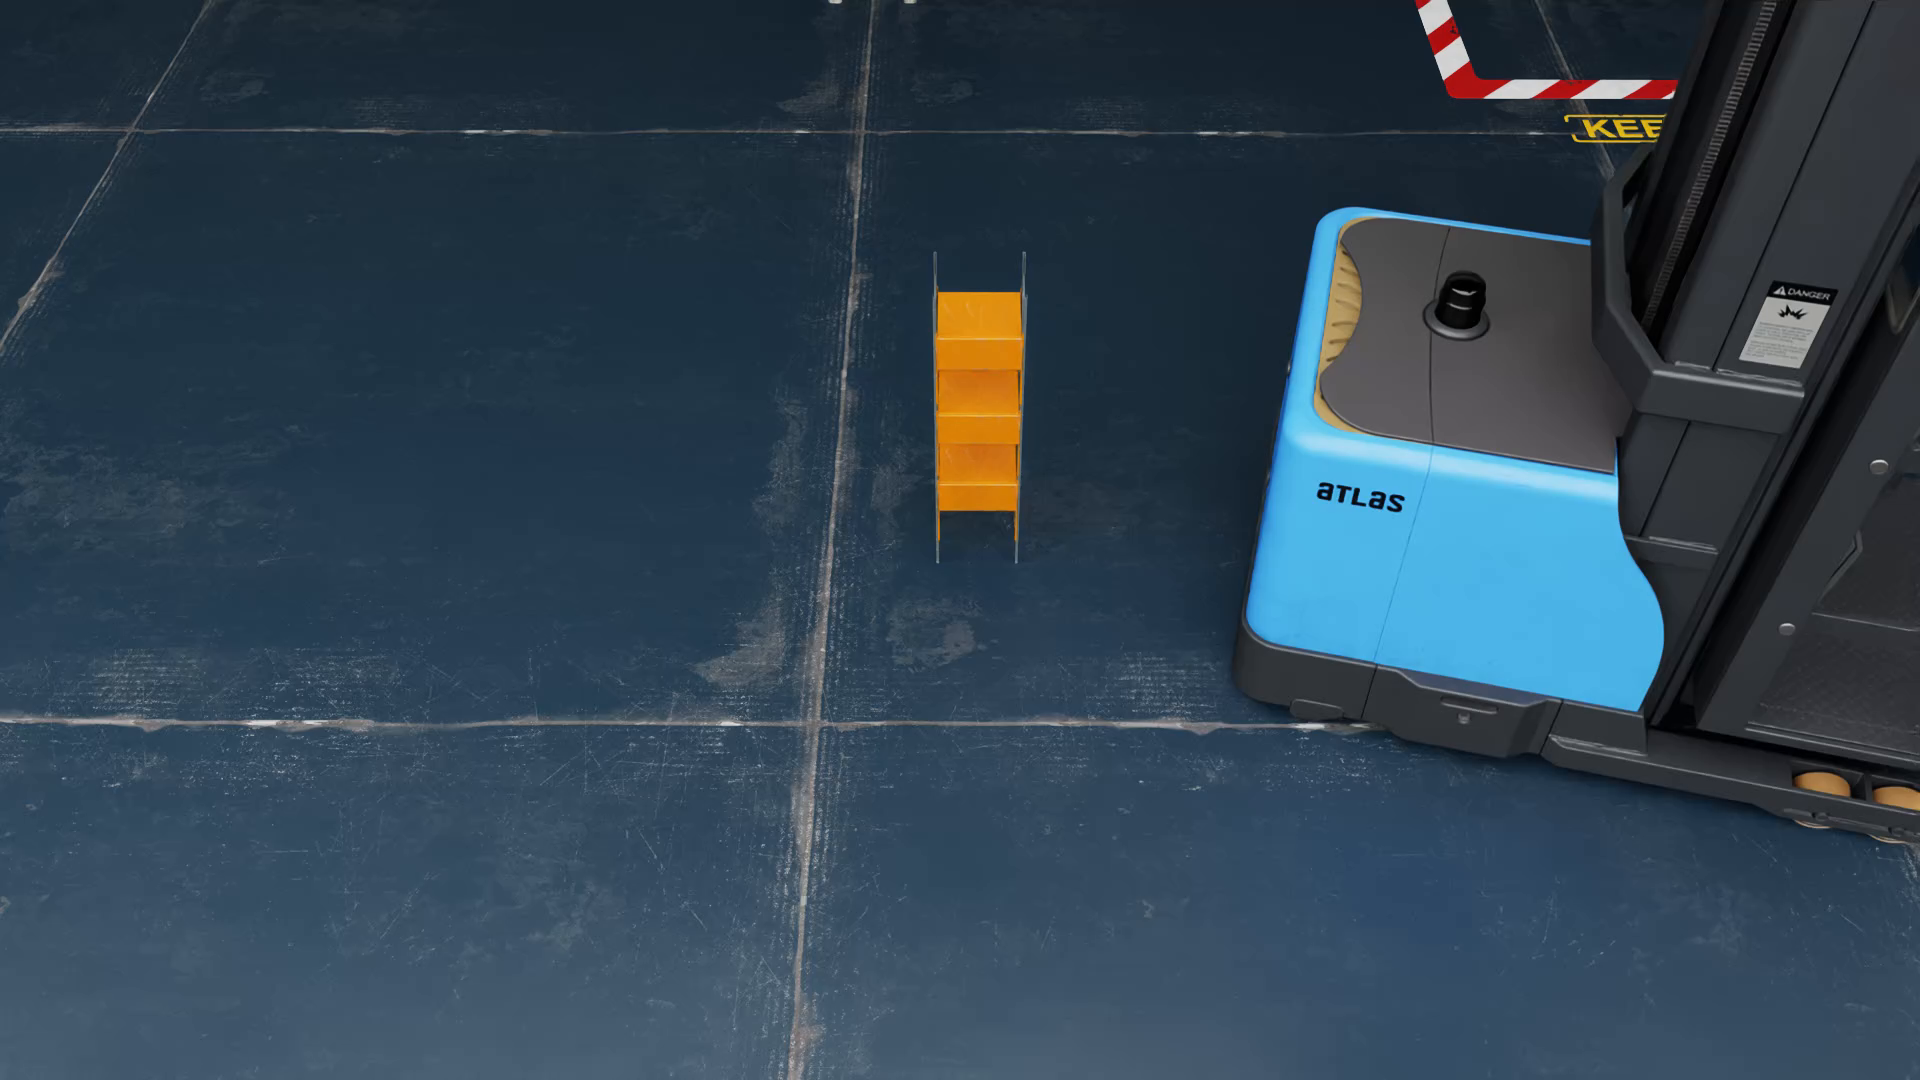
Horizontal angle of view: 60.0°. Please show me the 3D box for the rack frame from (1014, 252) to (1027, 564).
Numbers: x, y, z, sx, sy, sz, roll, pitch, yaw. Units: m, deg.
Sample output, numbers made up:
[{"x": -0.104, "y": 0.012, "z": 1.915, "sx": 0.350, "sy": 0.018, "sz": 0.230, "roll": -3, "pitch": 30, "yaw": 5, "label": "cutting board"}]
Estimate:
[{"x": 0.176, "y": -0.357, "z": 4.865, "sx": 0.008, "sy": 1.050, "sz": 0.200, "roll": 0, "pitch": 47, "yaw": 0, "label": "rack frame"}]

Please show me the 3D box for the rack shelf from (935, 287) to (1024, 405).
[{"x": 0.054, "y": -0.544, "z": 4.666, "sx": 0.240, "sy": 0.259, "sz": 0.215, "roll": 0, "pitch": 47, "yaw": 0, "label": "rack shelf"}]

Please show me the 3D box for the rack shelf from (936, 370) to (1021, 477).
[{"x": 0.054, "y": -0.350, "z": 4.873, "sx": 0.240, "sy": 0.259, "sz": 0.215, "roll": 0, "pitch": 47, "yaw": 0, "label": "rack shelf"}]

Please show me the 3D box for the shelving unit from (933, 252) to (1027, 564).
[{"x": 0.054, "y": -0.358, "z": 4.866, "sx": 0.252, "sy": 1.050, "sz": 0.215, "roll": 0, "pitch": 47, "yaw": 0, "label": "shelving unit"}]

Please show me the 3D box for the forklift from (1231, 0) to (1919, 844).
[{"x": 2.356, "y": -0.614, "z": 3.819, "sx": 3.031, "sy": 2.935, "sz": 1.130, "roll": 10, "pitch": 48, "yaw": 9, "label": "forklift"}]

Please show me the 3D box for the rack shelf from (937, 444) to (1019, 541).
[{"x": 0.054, "y": -0.161, "z": 5.077, "sx": 0.240, "sy": 0.259, "sz": 0.215, "roll": 0, "pitch": 47, "yaw": 0, "label": "rack shelf"}]

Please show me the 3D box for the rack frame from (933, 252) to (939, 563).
[{"x": -0.068, "y": -0.358, "z": 4.866, "sx": 0.008, "sy": 1.050, "sz": 0.200, "roll": 0, "pitch": 47, "yaw": 0, "label": "rack frame"}]
